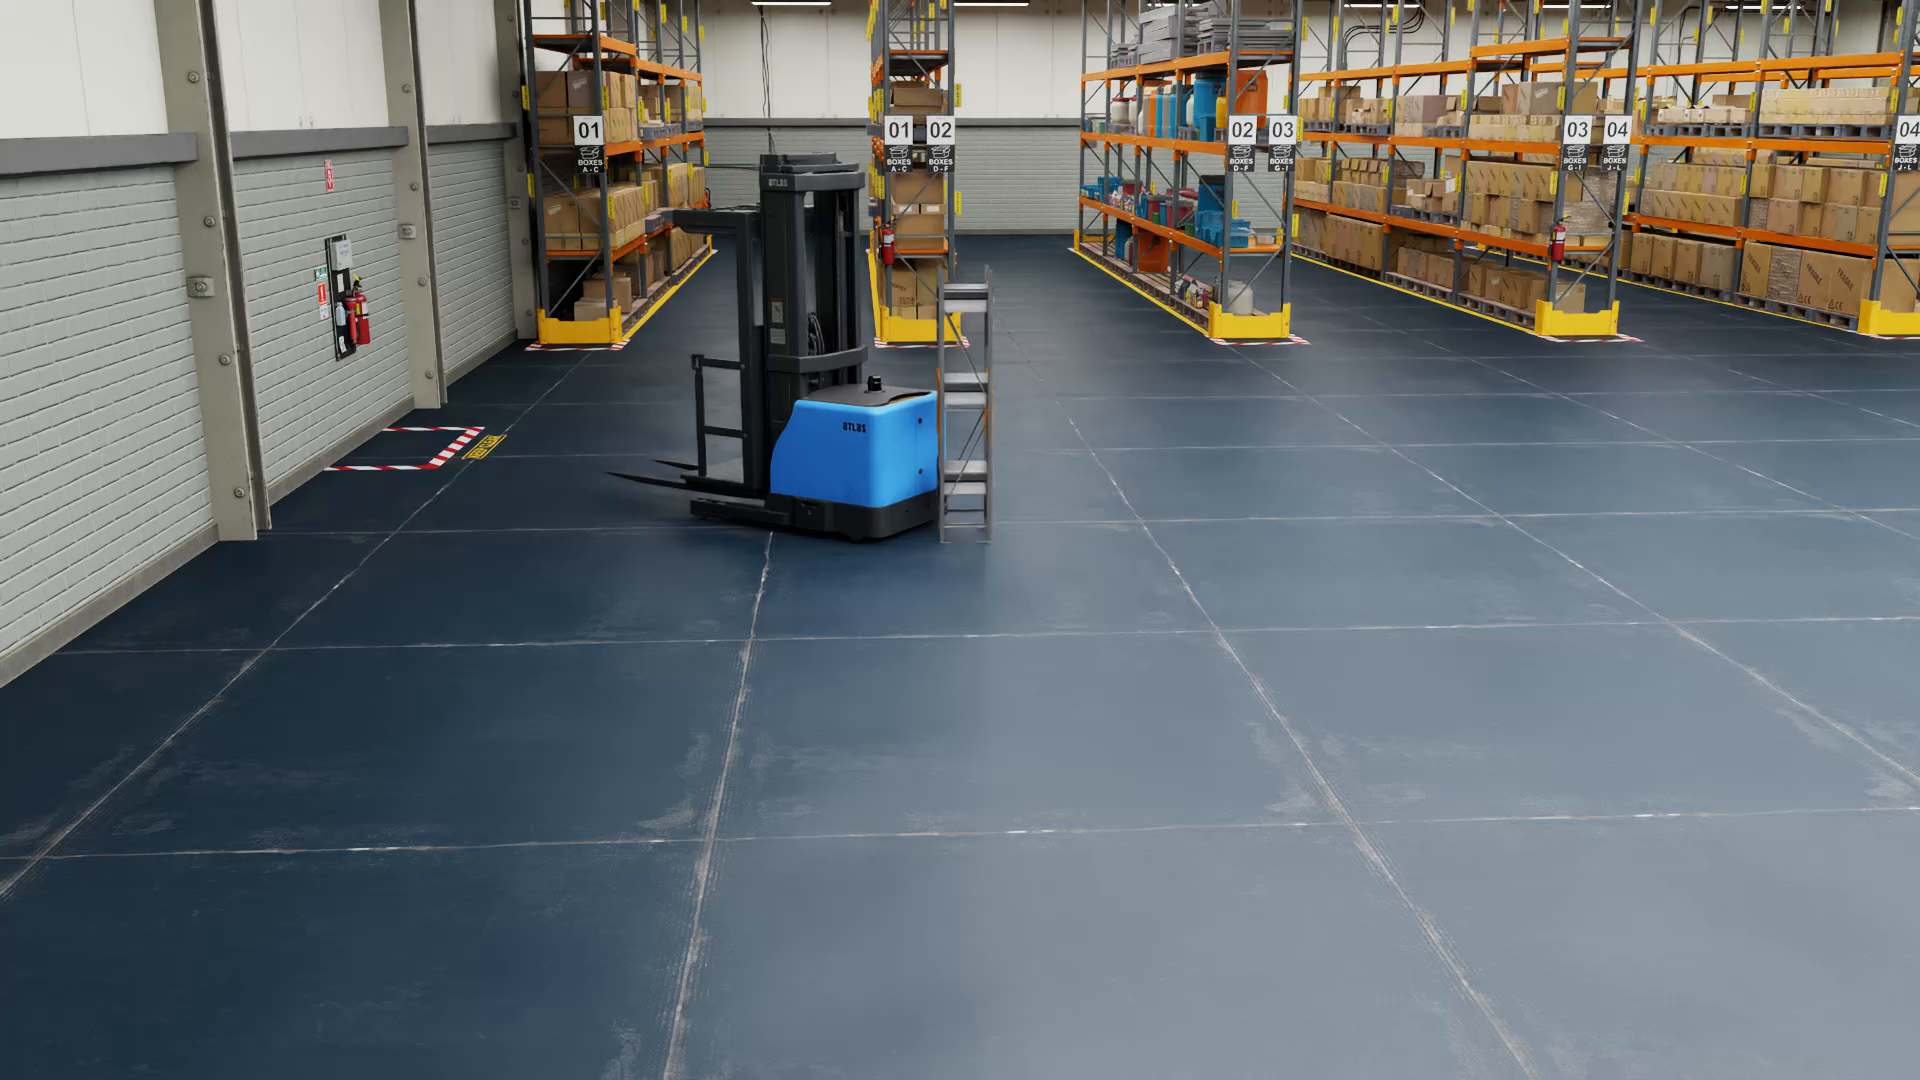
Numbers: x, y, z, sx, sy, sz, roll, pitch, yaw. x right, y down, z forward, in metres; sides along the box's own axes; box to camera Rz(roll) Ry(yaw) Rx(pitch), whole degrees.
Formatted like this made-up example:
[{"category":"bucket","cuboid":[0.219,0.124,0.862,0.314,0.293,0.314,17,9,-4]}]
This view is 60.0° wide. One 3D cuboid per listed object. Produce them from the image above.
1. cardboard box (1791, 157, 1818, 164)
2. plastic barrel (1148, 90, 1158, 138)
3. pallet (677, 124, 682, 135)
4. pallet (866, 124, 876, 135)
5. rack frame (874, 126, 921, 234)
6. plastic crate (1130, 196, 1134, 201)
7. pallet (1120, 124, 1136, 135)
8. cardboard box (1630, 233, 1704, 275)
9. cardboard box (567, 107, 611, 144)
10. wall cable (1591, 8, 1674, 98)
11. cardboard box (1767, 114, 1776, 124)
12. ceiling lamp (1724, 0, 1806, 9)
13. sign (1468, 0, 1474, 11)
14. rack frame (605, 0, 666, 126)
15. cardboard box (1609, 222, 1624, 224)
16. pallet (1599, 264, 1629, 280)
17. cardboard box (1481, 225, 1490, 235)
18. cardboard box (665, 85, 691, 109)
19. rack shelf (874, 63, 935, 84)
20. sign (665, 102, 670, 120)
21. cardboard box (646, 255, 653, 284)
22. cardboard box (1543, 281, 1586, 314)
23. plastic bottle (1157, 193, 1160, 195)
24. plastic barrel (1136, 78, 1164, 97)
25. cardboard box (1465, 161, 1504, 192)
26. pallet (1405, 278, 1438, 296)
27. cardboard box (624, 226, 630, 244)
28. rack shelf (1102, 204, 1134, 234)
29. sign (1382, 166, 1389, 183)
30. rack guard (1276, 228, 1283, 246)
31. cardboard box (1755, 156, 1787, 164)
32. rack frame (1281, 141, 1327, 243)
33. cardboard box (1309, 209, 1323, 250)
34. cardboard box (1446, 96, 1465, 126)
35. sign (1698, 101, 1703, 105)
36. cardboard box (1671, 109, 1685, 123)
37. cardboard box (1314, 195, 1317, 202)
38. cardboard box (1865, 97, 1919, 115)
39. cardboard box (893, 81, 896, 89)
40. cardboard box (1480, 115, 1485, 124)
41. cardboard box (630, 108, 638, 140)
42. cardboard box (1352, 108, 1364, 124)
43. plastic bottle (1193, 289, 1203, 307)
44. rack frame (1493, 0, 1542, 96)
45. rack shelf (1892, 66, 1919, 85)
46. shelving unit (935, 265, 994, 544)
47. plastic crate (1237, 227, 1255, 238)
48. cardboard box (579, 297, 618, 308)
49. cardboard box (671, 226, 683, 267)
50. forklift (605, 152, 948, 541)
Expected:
[{"category":"cardboard box","cuboid":[18.251,-7.983,35.825,0.500,0.500,0.500,-1,14,-4]},{"category":"plastic barrel","cuboid":[3.740,-7.756,30.271,0.600,0.830,0.708,-1,14,-3]},{"category":"pallet","cuboid":[-6.165,-8.440,34.176,0.805,0.209,1.217,-1,15,-6]},{"category":"pallet","cuboid":[-1.289,-8.326,33.722,1.213,0.211,1.003,-1,14,-3]},{"category":"rack frame","cuboid":[-1.327,-7.385,35.710,1.000,3.000,0.127,-1,14,-3]},{"category":"plastic crate","cuboid":[3.731,-7.480,36.487,0.396,0.136,0.243,-1,14,-3]},{"category":"pallet","cuboid":[3.837,-8.346,33.805,1.003,0.211,1.213,-1,14,-3]},{"category":"cardboard box","cuboid":[13.713,-5.555,32.268,1.050,0.750,0.750,-1,14,-4]},{"category":"cardboard box","cuboid":[-5.298,-5.921,23.759,0.500,0.500,0.500,-1,14,-2]},{"category":"wall cable","cuboid":[18.321,-13.012,45.538,2.355,3.000,0.029,-1,14,-3]},{"category":"cardboard box","cuboid":[13.714,-7.022,27.738,0.380,0.149,0.250,-1,14,-3]},{"category":"ceiling lamp","cuboid":[20.668,-15.125,42.039,2.000,3.185,0.800,-1,14,-3]},{"category":"sign","cuboid":[8.503,-8.972,27.645,0.100,0.325,0.005,-1,14,-3]},{"category":"rack frame","cuboid":[-6.023,-9.218,30.795,1.000,3.000,0.127,-1,14,-3]},{"category":"cardboard box","cuboid":[13.835,-6.635,35.464,0.500,0.250,0.500,0,14,-1]},{"category":"pallet","cuboid":[13.718,-5.438,33.737,1.003,0.211,1.213,-1,14,-3]},{"category":"cardboard box","cuboid":[8.815,-5.119,27.405,0.380,0.149,0.250,-1,14,-3]},{"category":"cardboard box","cuboid":[-6.035,-9.484,35.601,0.500,0.500,0.500,-1,14,-4]},{"category":"rack shelf","cuboid":[-0.955,-8.256,29.302,1.077,0.370,4.000,-1,14,-3]},{"category":"sign","cuboid":[-5.481,-8.024,31.135,0.100,0.325,0.005,-1,14,-3]},{"category":"cardboard box","cuboid":[-5.951,-4.884,30.123,0.700,0.500,0.500,-1,14,-4]},{"category":"cardboard box","cuboid":[9.282,-3.701,25.565,0.500,0.500,0.500,2,15,7]},{"category":"plastic bottle","cuboid":[4.069,-6.939,34.076,0.144,0.351,0.185,-1,14,-3]},{"category":"plastic barrel","cuboid":[3.876,-8.937,33.874,0.600,0.901,0.708,-1,14,-3]},{"category":"cardboard box","cuboid":[8.831,-6.108,27.943,0.500,0.500,0.500,-1,14,-3]},{"category":"pallet","cuboid":[8.928,-4.695,30.850,1.003,0.211,1.213,-1,14,-3]},{"category":"cardboard box","cuboid":[-5.312,-4.642,25.310,0.500,0.250,0.500,-1,14,-4]},{"category":"rack shelf","cuboid":[3.741,-6.615,34.160,1.077,0.370,4.000,-1,14,-3]},{"category":"sign","cuboid":[8.255,-7.094,32.253,0.100,0.325,0.005,-1,14,-3]},{"category":"rack guard","cuboid":[8.312,-7.327,40.502,1.175,0.500,0.348,-1,14,-3]},{"category":"cardboard box","cuboid":[18.147,-8.336,37.198,0.500,0.500,0.500,-1,14,-4]},{"category":"rack frame","cuboid":[8.313,-8.532,40.167,1.000,3.000,0.127,-1,14,-3]},{"category":"cardboard box","cuboid":[8.544,-7.101,38.026,0.875,0.875,0.875,-1,14,-3]},{"category":"cardboard box","cuboid":[9.067,-7.606,29.500,0.797,0.503,0.637,0,14,-1]},{"category":"sign","cuboid":[14.320,-8.342,32.211,0.100,0.325,0.005,-1,14,-3]},{"category":"cardboard box","cuboid":[13.622,-7.918,31.017,0.500,0.250,0.500,0,14,-2]},{"category":"cardboard box","cuboid":[8.167,-7.678,37.352,0.380,0.149,0.250,-1,14,-2]},{"category":"cardboard box","cuboid":[13.952,-6.497,24.901,0.500,0.250,0.500,-1,14,-3]},{"category":"cardboard box","cuboid":[-0.888,-7.637,28.624,0.500,0.500,0.500,1,14,2]},{"category":"cardboard box","cuboid":[8.854,-6.970,27.577,0.380,0.149,0.250,-2,15,-6]},{"category":"cardboard box","cuboid":[-5.497,-6.707,26.812,0.500,0.500,0.500,0,14,-2]},{"category":"cardboard box","cuboid":[8.539,-8.876,34.820,0.500,0.311,0.500,-1,14,-5]},{"category":"plastic bottle","cuboid":[3.821,-3.883,26.683,0.152,0.276,0.135,-1,14,-3]},{"category":"rack frame","cuboid":[13.270,-11.489,39.619,1.000,3.000,0.127,-1,14,-3]},{"category":"rack shelf","cuboid":[18.824,-8.561,30.487,1.077,0.370,4.000,-1,14,-3]},{"category":"shelving unit","cuboid":[0.034,-1.049,12.891,0.431,2.100,0.503,-1,14,-2]},{"category":"plastic crate","cuboid":[4.466,-4.943,26.749,0.530,0.136,0.437,-1,14,-3]},{"category":"cardboard box","cuboid":[-5.515,-3.549,25.315,0.500,0.311,0.500,0,14,1]},{"category":"cardboard box","cuboid":[-5.985,-5.878,33.324,0.750,0.750,0.750,-1,14,-4]},{"category":"forklift","cuboid":[-1.621,-1.665,13.616,3.031,2.935,1.130,9,17,31]}]
